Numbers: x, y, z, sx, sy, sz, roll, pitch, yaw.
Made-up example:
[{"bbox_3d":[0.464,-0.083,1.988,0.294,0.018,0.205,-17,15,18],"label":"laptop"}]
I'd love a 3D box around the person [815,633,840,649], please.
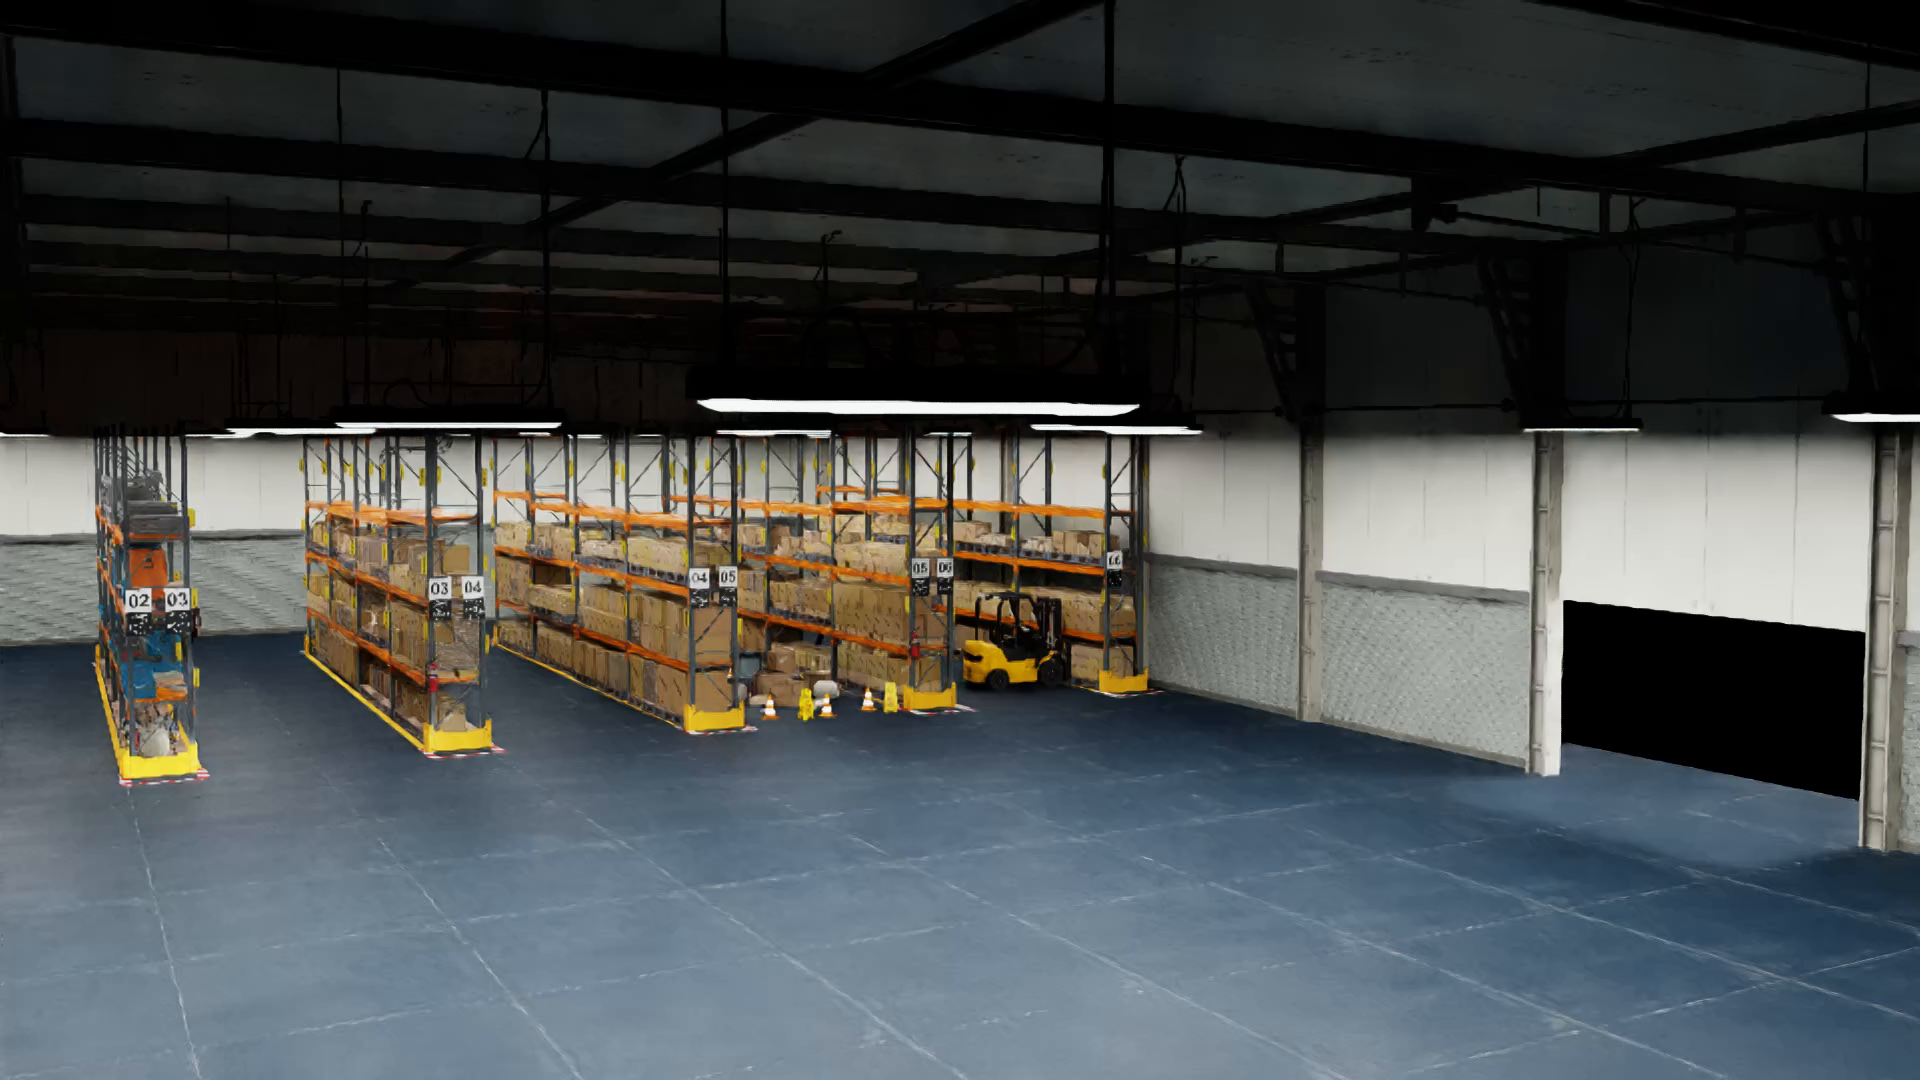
[{"bbox_3d":[-3.559,2.206,44.880,0.478,1.575,1.000,-3,4,-37],"label":"person"}]

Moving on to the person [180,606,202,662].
[{"bbox_3d":[-19.945,2.262,42.980,0.600,1.710,1.110,-2,4,-30],"label":"person"}]
